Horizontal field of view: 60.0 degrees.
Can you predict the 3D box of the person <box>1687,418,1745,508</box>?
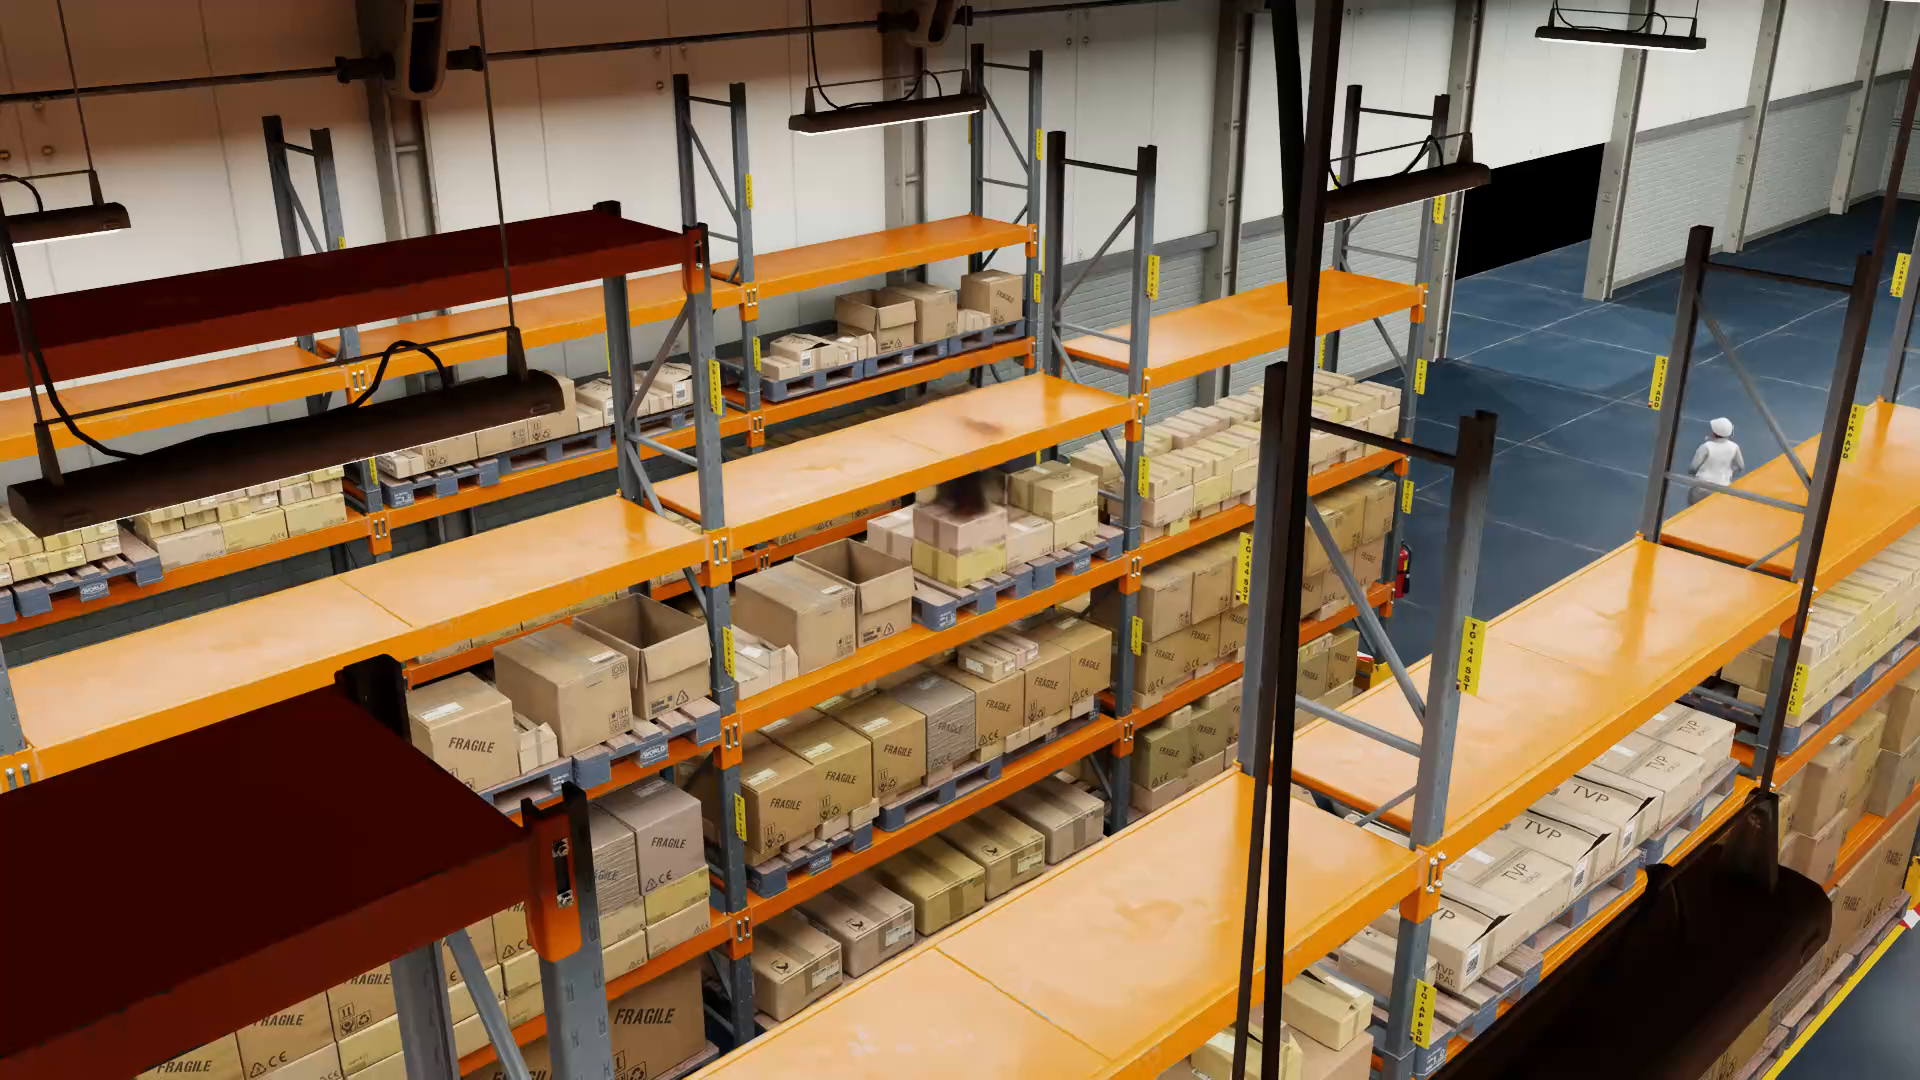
[{"bbox_3d":[9.129,-0.663,20.218,0.659,1.729,0.586,-1,22,-3],"label":"person"}]
